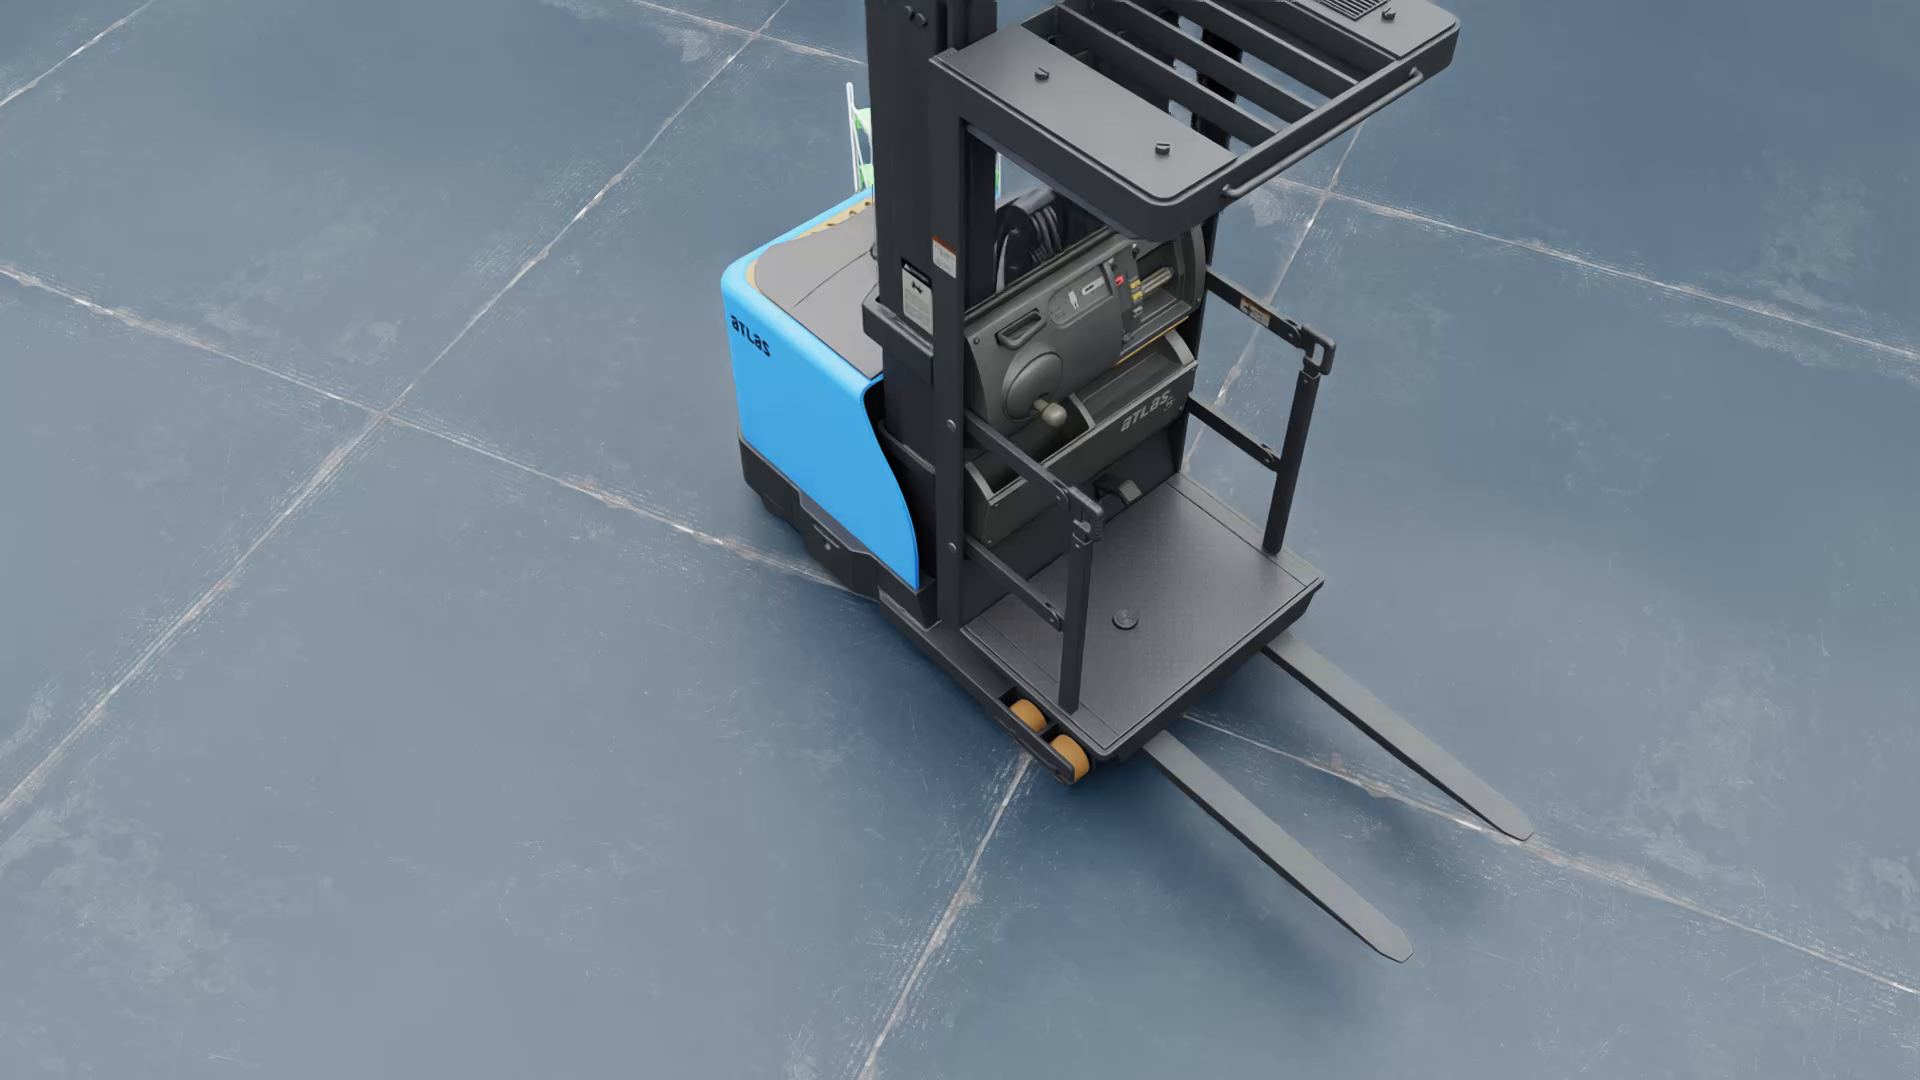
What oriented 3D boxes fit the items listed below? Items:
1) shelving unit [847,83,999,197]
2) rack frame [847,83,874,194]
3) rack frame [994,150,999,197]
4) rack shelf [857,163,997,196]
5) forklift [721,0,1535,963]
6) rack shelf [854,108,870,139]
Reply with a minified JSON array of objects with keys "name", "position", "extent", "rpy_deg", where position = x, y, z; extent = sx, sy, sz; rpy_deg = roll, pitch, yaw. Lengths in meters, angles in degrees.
[{"name":"shelving unit","position":[-0.123,-1.252,6.517],"extent":[0.503,1.200,0.258],"rpy_deg":[-18,48,-15]},{"name":"rack frame","position":[-0.348,-1.181,6.456],"extent":[0.015,1.200,0.240],"rpy_deg":[-18,48,-15]},{"name":"rack frame","position":[0.102,-1.324,6.578],"extent":[0.015,1.200,0.240],"rpy_deg":[-18,48,-15]},{"name":"rack shelf","position":[-0.128,-1.374,6.390],"extent":[0.480,0.148,0.258],"rpy_deg":[-18,48,-15]},{"name":"forklift","position":[0.532,-0.583,4.822],"extent":[1.130,2.935,3.031],"rpy_deg":[-35,58,-26]},{"name":"rack shelf","position":[-0.134,-1.541,6.217],"extent":[0.480,0.148,0.258],"rpy_deg":[-18,48,-15]}]
